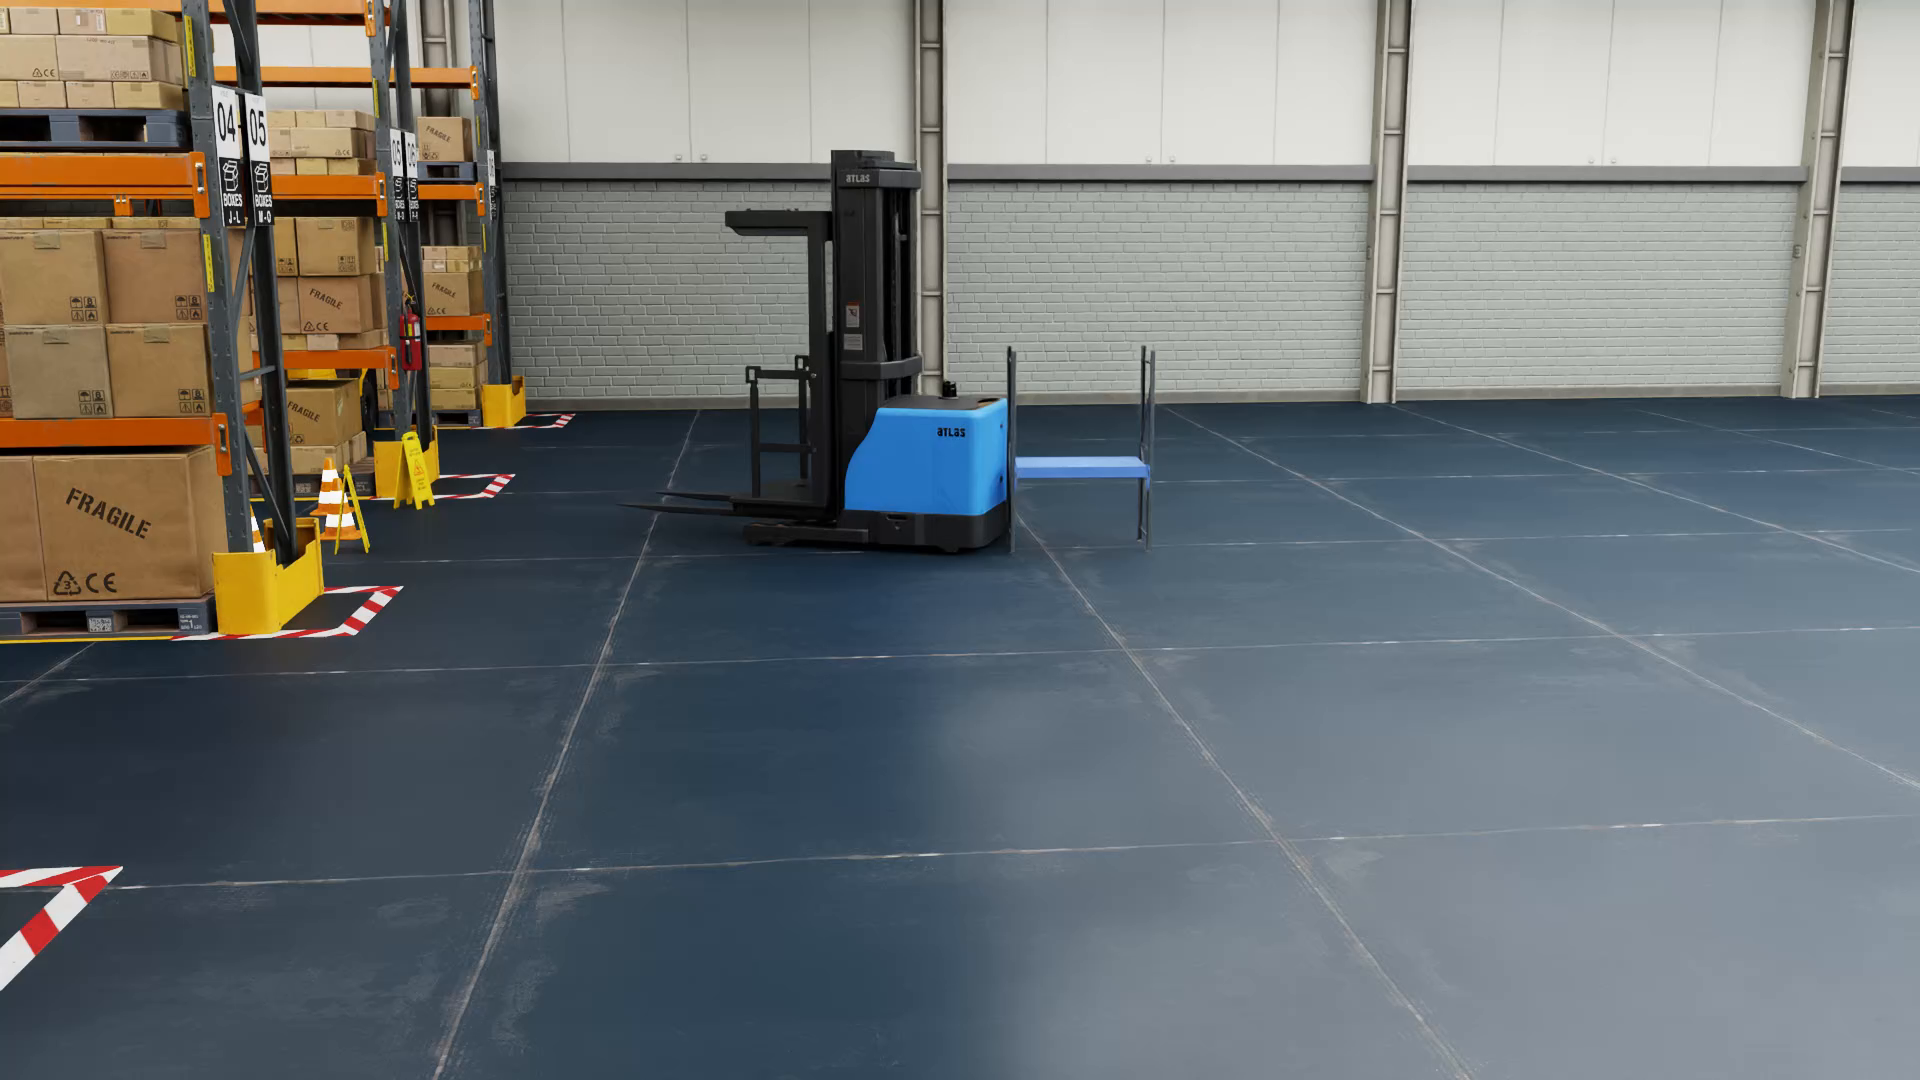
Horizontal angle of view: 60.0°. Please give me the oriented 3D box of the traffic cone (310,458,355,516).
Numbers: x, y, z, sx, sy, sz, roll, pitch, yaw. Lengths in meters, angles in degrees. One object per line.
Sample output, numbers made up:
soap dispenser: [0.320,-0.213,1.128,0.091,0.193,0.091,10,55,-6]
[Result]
traffic cone: [-5.297,-0.461,14.011,0.334,0.463,0.336,-1,11,-6]

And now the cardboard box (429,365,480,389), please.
cardboard box: [-5.999,-1.946,19.732,0.500,0.250,0.500,-1,11,-7]

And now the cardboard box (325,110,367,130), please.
cardboard box: [-5.313,-3.638,14.404,0.250,0.149,0.380,-1,11,-6]

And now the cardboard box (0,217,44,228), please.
cardboard box: [-8.014,-2.538,14.379,0.500,0.500,0.700,-1,11,-6]

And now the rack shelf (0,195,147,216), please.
rack shelf: [-11.513,-3.907,19.056,4.000,0.370,1.077,-1,11,-6]

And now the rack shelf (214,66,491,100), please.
rack shelf: [-7.537,-5.266,19.229,4.000,0.370,1.077,-1,11,-6]

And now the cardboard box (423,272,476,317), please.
cardboard box: [-6.009,-2.902,19.594,0.500,0.500,0.500,-1,11,-7]

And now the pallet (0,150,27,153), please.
pallet: [-6.326,-2.399,9.750,1.213,0.211,1.003,-1,11,-6]

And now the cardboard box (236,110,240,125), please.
cardboard box: [-6.083,-3.636,14.393,0.250,0.149,0.380,-1,11,-6]

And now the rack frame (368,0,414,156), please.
rack frame: [-5.009,-4.905,14.491,0.127,3.000,1.000,-1,11,-6]

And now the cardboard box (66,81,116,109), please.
cardboard box: [-4.918,-2.541,9.545,0.250,0.149,0.380,-1,11,-6]

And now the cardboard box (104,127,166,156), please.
cardboard box: [-7.006,-3.411,14.282,0.500,0.250,0.500,-1,11,-6]

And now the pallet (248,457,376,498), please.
pallet: [-5.896,-0.582,15.279,1.213,0.211,1.003,-1,11,-6]

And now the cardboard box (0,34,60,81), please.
cardboard box: [-5.328,-2.740,9.522,0.500,0.250,0.500,-1,11,-6]

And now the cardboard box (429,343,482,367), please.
cardboard box: [-5.973,-2.192,19.687,0.500,0.250,0.500,-1,11,-4]

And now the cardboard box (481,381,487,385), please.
cardboard box: [-6.058,-1.798,20.275,0.500,0.250,0.500,-1,11,-6]

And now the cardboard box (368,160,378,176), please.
cardboard box: [-5.374,-3.366,15.087,0.250,0.149,0.380,-1,11,-6]

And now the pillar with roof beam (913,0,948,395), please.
pillar with roof beam: [0.092,-5.315,16.575,0.400,9.000,9.100,-1,11,-6]

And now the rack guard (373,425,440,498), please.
rack guard: [-5.084,-0.734,15.303,0.348,0.500,1.175,-1,11,-6]

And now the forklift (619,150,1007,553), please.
forklift: [-1.152,-1.482,12.809,3.031,2.935,1.130,3,12,16]

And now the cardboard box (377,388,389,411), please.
cardboard box: [-6.975,-1.683,19.691,0.500,0.250,0.500,-1,11,-5]

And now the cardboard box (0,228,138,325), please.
cardboard box: [-5.284,-1.588,9.984,0.550,0.550,0.875,-1,11,-6]

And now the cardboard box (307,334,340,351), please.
cardboard box: [-5.597,-1.763,14.711,0.250,0.149,0.380,-1,11,-7]

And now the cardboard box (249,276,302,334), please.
cardboard box: [-6.017,-2.083,14.657,0.500,0.500,0.500,-1,11,-6]

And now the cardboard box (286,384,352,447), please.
cardboard box: [-5.777,-1.120,14.883,0.500,0.500,0.500,-1,11,-6]

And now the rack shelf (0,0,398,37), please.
rack shelf: [-6.997,-4.509,14.349,4.000,0.370,1.077,-1,11,-6]

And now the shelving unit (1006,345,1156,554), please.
shelving unit: [0.890,-0.685,12.464,1.048,1.500,0.538,0,11,-2]

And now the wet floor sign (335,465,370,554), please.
wet floor sign: [-4.559,-0.240,12.414,0.232,0.644,0.267,-3,12,-16]

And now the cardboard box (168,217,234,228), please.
cardboard box: [-6.493,-2.555,14.467,0.500,0.500,0.700,-1,11,-7]

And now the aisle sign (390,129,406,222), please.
aisle sign: [-4.916,-3.183,14.543,0.004,0.787,0.394,-1,11,-6]

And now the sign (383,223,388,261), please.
sign: [-4.969,-2.578,14.384,0.005,0.325,0.100,-1,11,-6]

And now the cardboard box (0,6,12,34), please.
cardboard box: [-5.432,-2.921,9.412,0.250,0.149,0.380,-1,11,-5]

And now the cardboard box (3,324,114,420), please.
cardboard box: [-5.282,-1.056,10.075,0.550,0.550,0.875,-1,11,-6]

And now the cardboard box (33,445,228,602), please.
cardboard box: [-5.041,-0.151,10.280,0.875,0.875,0.875,-1,11,-6]

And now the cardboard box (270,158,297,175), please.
cardboard box: [-5.845,-3.239,14.441,0.250,0.149,0.380,-1,11,-4]

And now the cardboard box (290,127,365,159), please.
cardboard box: [-5.488,-3.443,14.449,0.500,0.250,0.500,-1,11,-7]

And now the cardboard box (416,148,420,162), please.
cardboard box: [-6.339,-4.442,19.212,0.250,0.149,0.380,-2,11,-8]

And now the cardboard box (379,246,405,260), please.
cardboard box: [-6.636,-3.366,19.503,0.250,0.149,0.380,-1,11,-6]

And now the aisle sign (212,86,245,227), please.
aisle sign: [-4.271,-2.234,9.716,0.004,0.787,0.394,-1,11,-6]

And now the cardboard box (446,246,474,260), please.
cardboard box: [-5.882,-3.379,19.567,0.250,0.149,0.380,-1,11,-6]

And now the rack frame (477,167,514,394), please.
rack frame: [-5.549,-2.913,19.912,0.127,3.000,1.000,-1,11,-6]

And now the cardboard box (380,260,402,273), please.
cardboard box: [-6.626,-3.212,19.490,0.250,0.149,0.380,-1,11,-6]

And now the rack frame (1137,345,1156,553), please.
rack frame: [1.398,-0.689,12.484,0.032,1.500,0.500,0,11,-2]

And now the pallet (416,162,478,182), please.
pallet: [-6.254,-4.332,19.581,1.213,0.211,1.003,-1,11,-6]

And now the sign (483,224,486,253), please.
sign: [-5.504,-3.493,19.246,0.005,0.325,0.100,-1,11,-6]

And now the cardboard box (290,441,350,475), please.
cardboard box: [-5.807,-0.750,14.944,0.500,0.250,0.500,-1,11,-6]

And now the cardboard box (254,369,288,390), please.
cardboard box: [-6.135,-1.418,14.716,0.250,0.149,0.380,-1,11,-4]

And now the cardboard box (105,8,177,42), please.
cardboard box: [-4.672,-2.937,9.493,0.250,0.149,0.380,-1,11,-6]

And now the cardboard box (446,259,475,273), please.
cardboard box: [-5.863,-3.220,19.529,0.250,0.149,0.380,-1,11,-5]
